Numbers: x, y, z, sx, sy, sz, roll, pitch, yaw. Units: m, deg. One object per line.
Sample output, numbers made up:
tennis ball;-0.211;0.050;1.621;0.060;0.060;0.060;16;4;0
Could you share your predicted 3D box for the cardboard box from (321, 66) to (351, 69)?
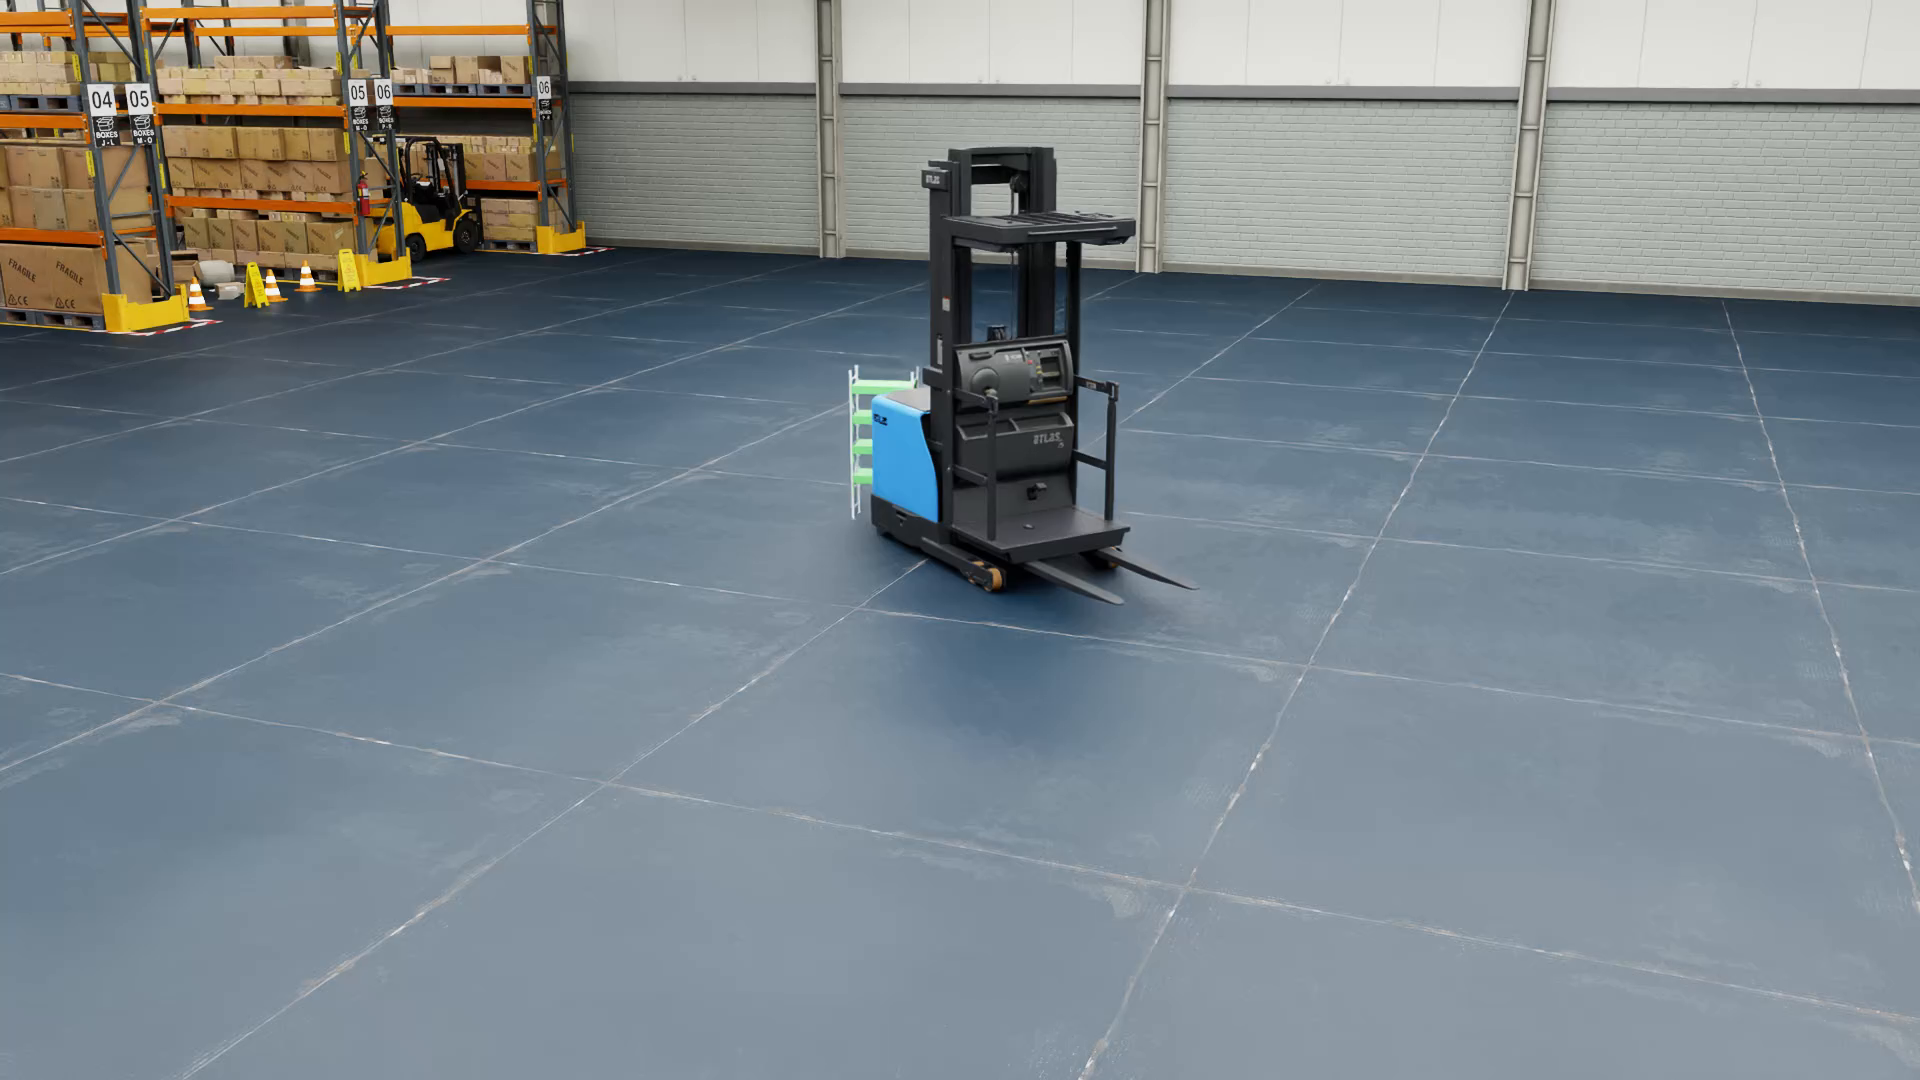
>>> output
cardboard box;-12.088;-9.033;32.256;0.500;0.311;0.500;6;17;19

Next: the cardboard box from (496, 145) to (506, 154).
cardboard box;-8.497;-7.349;31.265;0.250;0.149;0.380;7;17;22

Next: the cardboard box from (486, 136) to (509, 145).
cardboard box;-8.713;-7.532;31.361;0.250;0.149;0.380;6;17;21

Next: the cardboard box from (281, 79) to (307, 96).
cardboard box;-10.460;-7.227;26.543;0.500;0.250;0.500;6;17;20

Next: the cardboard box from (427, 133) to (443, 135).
cardboard box;-10.192;-7.854;32.470;0.250;0.149;0.380;6;17;20

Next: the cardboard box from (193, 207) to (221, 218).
cardboard box;-12.599;-5.481;27.844;0.250;0.149;0.380;7;17;21

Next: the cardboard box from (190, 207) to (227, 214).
cardboard box;-15.518;-6.773;34.353;0.500;0.500;0.500;7;18;22

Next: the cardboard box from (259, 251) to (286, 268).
cardboard box;-11.240;-4.679;27.590;0.500;0.250;0.500;6;17;19

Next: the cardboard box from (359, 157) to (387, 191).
cardboard box;-9.761;-5.989;27.211;0.500;0.500;0.500;6;17;20

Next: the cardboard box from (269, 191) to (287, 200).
cardboard box;-11.064;-5.653;27.216;0.250;0.149;0.380;6;17;20

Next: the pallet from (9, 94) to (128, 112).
pallet;-11.838;-5.855;22.240;1.213;0.211;1.003;6;17;21

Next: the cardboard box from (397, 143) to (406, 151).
cardboard box;-10.631;-7.588;32.089;0.250;0.149;0.380;6;17;21

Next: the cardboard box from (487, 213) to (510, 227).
cardboard box;-8.634;-6.110;31.621;0.500;0.250;0.500;6;17;20

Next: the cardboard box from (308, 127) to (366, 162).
cardboard box;-9.977;-6.345;26.642;0.500;0.500;0.700;6;17;19

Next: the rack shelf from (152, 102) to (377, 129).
rack shelf;-11.282;-6.978;27.239;4.000;0.370;1.077;6;17;21

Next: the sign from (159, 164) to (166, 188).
sign;-10.935;-4.981;22.756;0.005;0.325;0.100;6;17;21

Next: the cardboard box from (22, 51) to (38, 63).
cardboard box;-12.052;-6.335;21.822;0.250;0.149;0.380;7;17;22

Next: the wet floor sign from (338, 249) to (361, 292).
wet floor sign;-9.638;-4.250;26.157;0.232;0.644;0.267;14;21;40

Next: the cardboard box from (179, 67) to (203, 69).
cardboard box;-15.475;-9.445;33.469;0.250;0.149;0.380;7;18;22

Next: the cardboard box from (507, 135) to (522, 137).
cardboard box;-8.545;-7.646;31.754;0.250;0.149;0.380;6;17;21

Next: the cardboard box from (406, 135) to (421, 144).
cardboard box;-10.419;-7.688;31.898;0.250;0.149;0.380;7;17;22

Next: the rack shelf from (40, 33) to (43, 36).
rack shelf;-20.628;-10.932;35.485;4.000;0.370;1.077;6;17;21

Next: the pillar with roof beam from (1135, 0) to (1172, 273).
pillar with roof beam;1.662;-7.808;23.427;0.400;9.000;9.100;6;17;21

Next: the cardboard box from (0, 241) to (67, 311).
cardboard box;-12.619;-3.707;23.120;0.875;0.875;0.875;6;17;20

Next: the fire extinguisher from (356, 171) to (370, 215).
fire extinguisher;-9.485;-5.510;26.411;0.183;0.674;0.296;6;17;21

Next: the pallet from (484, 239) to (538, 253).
pallet;-8.331;-5.694;31.908;1.213;0.211;1.003;6;17;21

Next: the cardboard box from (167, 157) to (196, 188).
cardboard box;-12.836;-6.161;27.802;0.500;0.500;0.500;6;17;20

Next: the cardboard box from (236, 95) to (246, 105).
cardboard box;-11.506;-7.153;27.004;0.250;0.149;0.380;6;17;21

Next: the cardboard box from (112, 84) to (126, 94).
cardboard box;-11.345;-6.072;22.346;0.250;0.149;0.380;6;17;21

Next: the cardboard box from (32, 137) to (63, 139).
cardboard box;-16.339;-6.915;29.645;0.500;0.500;0.500;6;17;19

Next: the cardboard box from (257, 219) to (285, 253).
cardboard box;-11.217;-5.040;27.486;0.500;0.500;0.500;6;17;19

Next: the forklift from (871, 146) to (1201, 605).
forklift;0.502;-1.197;11.540;1.130;2.935;3.031;-10;19;-30

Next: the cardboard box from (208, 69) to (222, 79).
cardboard box;-11.991;-7.579;27.039;0.250;0.149;0.380;6;17;19

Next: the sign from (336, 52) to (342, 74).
sign;-9.644;-7.402;25.821;0.005;0.325;0.100;6;17;21

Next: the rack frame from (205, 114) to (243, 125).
rack frame;-15.046;-7.784;34.107;0.127;3.000;1.000;6;17;21

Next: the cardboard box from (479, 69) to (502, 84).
cardboard box;-8.722;-8.623;30.926;0.258;0.266;0.396;6;17;21

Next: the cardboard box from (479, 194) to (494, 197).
cardboard box;-9.383;-6.584;32.357;0.500;0.250;0.500;6;17;20

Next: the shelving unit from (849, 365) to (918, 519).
shelving unit;-0.594;-0.764;13.153;0.503;1.200;0.258;2;16;9

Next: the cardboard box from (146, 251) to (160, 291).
cardboard box;-12.858;-4.161;25.860;0.503;0.637;0.797;6;17;21

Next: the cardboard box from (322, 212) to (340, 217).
cardboard box;-12.534;-6.568;33.424;0.625;0.625;0.875;6;17;20

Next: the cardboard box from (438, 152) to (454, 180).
cardboard box;-9.586;-7.152;31.751;0.500;0.500;0.500;6;17;21

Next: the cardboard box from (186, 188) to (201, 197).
cardboard box;-12.714;-5.839;27.856;0.250;0.149;0.380;7;18;22

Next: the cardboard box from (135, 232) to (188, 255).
cardboard box;-13.632;-5.080;28.752;0.625;0.372;0.950;7;17;21

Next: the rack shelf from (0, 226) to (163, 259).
rack shelf;-13.005;-4.243;23.199;4.000;0.370;1.077;6;17;21

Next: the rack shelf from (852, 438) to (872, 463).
rack shelf;-0.594;-0.703;13.171;0.480;0.148;0.258;2;16;9

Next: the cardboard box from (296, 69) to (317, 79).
cardboard box;-10.315;-7.397;26.412;0.250;0.149;0.380;6;17;20

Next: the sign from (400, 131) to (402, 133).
sign;-11.123;-7.973;33.062;0.005;0.325;0.100;6;17;21

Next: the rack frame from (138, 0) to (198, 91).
rack frame;-13.143;-8.968;27.425;0.127;3.000;1.000;6;17;21

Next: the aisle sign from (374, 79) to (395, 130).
aisle sign;-9.251;-7.001;26.745;0.004;0.787;0.394;6;17;21

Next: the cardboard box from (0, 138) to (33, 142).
cardboard box;-16.530;-6.783;29.191;0.500;0.500;0.500;6;17;19

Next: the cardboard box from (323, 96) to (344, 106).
cardboard box;-9.857;-6.962;26.345;0.250;0.149;0.380;6;17;21
